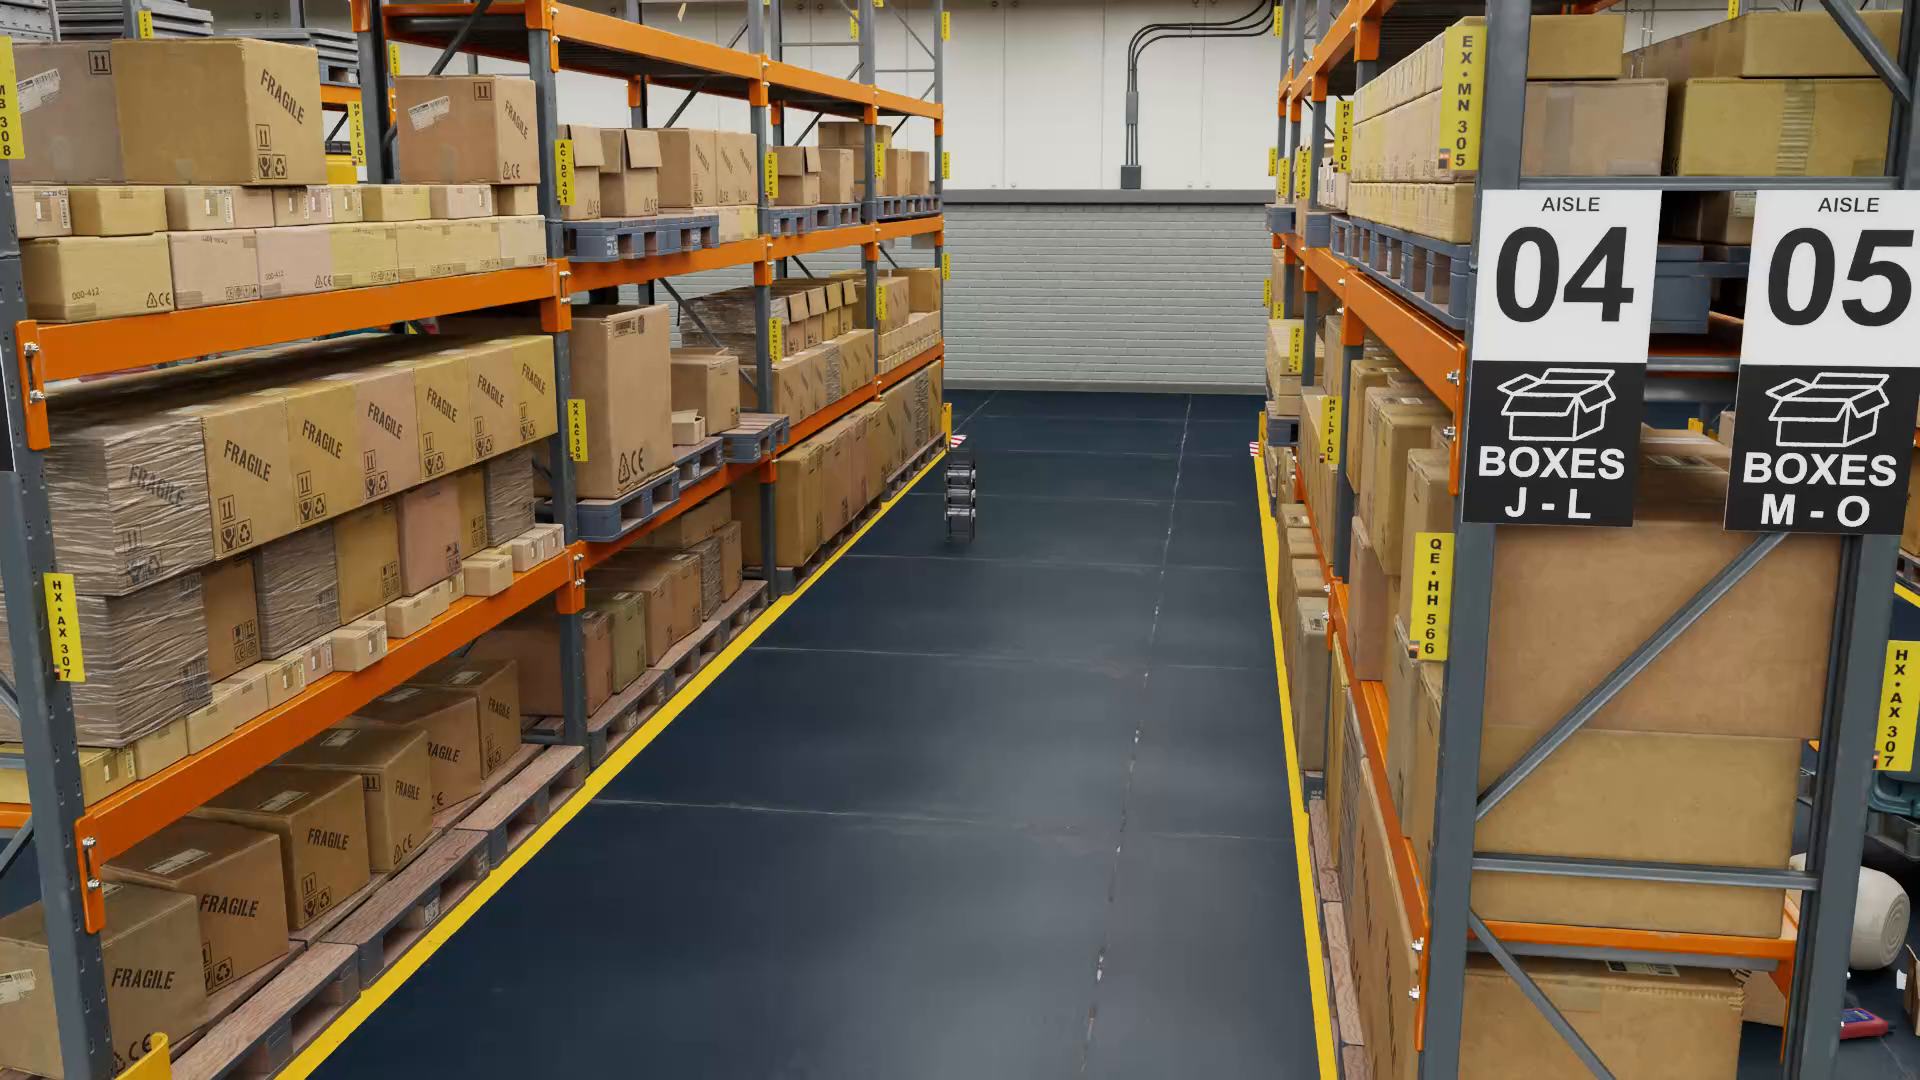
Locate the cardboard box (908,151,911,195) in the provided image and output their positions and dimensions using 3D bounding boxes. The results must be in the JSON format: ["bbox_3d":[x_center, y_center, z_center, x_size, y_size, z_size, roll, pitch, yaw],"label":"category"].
[{"bbox_3d":[-0.941,-4.214,19.092,0.700,0.500,0.500,1,12,7],"label":"cardboard box"}]

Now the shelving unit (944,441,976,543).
[{"bbox_3d":[0.001,-0.442,15.163,0.258,0.900,0.210,2,12,9],"label":"shelving unit"}]

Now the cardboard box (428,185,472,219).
[{"bbox_3d":[-2.420,-1.515,7.448,0.380,0.149,0.250,1,12,7],"label":"cardboard box"}]

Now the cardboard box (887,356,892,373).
[{"bbox_3d":[-0.909,-1.818,17.161,0.380,0.149,0.250,1,12,7],"label":"cardboard box"}]

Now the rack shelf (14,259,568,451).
[{"bbox_3d":[-2.861,-0.868,6.746,1.077,0.370,4.000,2,12,9],"label":"rack shelf"}]

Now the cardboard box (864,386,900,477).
[{"bbox_3d":[-1.143,-1.137,17.451,0.875,0.875,0.875,2,12,9],"label":"cardboard box"}]

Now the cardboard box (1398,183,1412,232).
[{"bbox_3d":[1.589,-1.045,5.222,0.380,0.149,0.250,2,12,8],"label":"cardboard box"}]

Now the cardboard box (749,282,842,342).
[{"bbox_3d":[-1.530,-2.099,15.250,0.797,0.503,0.637,2,12,9],"label":"cardboard box"}]

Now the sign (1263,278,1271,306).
[{"bbox_3d":[3.641,-2.927,19.656,0.100,0.325,0.005,2,12,9],"label":"sign"}]

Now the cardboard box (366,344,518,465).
[{"bbox_3d":[-2.427,-0.646,7.812,0.500,0.500,0.500,2,12,9],"label":"cardboard box"}]

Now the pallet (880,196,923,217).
[{"bbox_3d":[-0.997,-3.681,18.303,1.003,0.211,1.213,2,12,9],"label":"pallet"}]

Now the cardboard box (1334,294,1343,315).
[{"bbox_3d":[3.872,-2.423,16.054,0.500,0.500,0.500,2,12,10],"label":"cardboard box"}]

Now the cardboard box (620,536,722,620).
[{"bbox_3d":[-2.094,0.260,11.811,0.700,0.500,0.500,1,12,4],"label":"cardboard box"}]

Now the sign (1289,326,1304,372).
[{"bbox_3d":[2.409,-1.364,11.897,0.100,0.325,0.005,2,12,9],"label":"sign"}]

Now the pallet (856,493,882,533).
[{"bbox_3d":[-1.367,-0.309,16.183,1.003,0.211,1.213,2,12,9],"label":"pallet"}]

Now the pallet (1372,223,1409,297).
[{"bbox_3d":[2.006,-0.988,5.804,1.003,0.211,1.213,2,12,9],"label":"pallet"}]

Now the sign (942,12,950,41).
[{"bbox_3d":[-0.174,-6.075,19.675,0.100,0.325,0.005,2,12,9],"label":"sign"}]

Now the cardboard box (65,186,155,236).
[{"bbox_3d":[-2.763,-1.026,5.179,0.380,0.149,0.250,2,12,10],"label":"cardboard box"}]

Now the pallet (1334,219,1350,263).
[{"bbox_3d":[2.424,-1.553,8.672,0.805,0.209,1.217,1,12,6],"label":"pallet"}]

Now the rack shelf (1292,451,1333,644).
[{"bbox_3d":[2.639,-0.053,10.082,1.077,0.370,4.000,2,12,9],"label":"rack shelf"}]

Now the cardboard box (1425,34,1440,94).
[{"bbox_3d":[1.512,-1.329,4.648,0.380,0.149,0.250,2,12,10],"label":"cardboard box"}]

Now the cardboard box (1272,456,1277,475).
[{"bbox_3d":[3.326,-0.743,16.642,0.380,0.149,0.250,1,12,6],"label":"cardboard box"}]

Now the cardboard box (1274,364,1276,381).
[{"bbox_3d":[2.689,-1.329,13.189,0.380,0.149,0.250,2,12,9],"label":"cardboard box"}]

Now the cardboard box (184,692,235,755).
[{"bbox_3d":[-2.779,0.631,5.798,0.380,0.149,0.250,2,12,9],"label":"cardboard box"}]

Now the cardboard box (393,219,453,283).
[{"bbox_3d":[-2.530,-1.245,7.142,0.500,0.250,0.500,2,12,8],"label":"cardboard box"}]

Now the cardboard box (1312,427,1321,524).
[{"bbox_3d":[2.303,-0.365,9.585,0.500,0.500,0.500,2,12,9],"label":"cardboard box"}]

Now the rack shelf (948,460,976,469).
[{"bbox_3d":[0.001,-0.673,15.113,0.258,0.077,0.200,2,12,9],"label":"rack shelf"}]

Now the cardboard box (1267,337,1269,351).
[{"bbox_3d":[3.047,-1.814,15.442,0.380,0.149,0.250,2,12,10],"label":"cardboard box"}]

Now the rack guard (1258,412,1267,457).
[{"bbox_3d":[4.166,-1.248,19.856,1.175,0.500,0.348,2,12,9],"label":"rack guard"}]

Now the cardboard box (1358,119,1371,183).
[{"bbox_3d":[1.904,-1.583,6.771,0.500,0.250,0.500,2,12,8],"label":"cardboard box"}]

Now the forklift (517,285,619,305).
[{"bbox_3d":[-3.659,-1.384,14.713,1.130,2.935,3.031,2,12,11],"label":"forklift"}]

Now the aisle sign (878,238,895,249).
[{"bbox_3d":[-0.993,-3.963,20.350,0.394,0.787,0.004,2,12,9],"label":"aisle sign"}]

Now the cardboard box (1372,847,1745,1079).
[{"bbox_3d":[1.756,1.535,5.056,0.875,0.875,0.875,2,12,9],"label":"cardboard box"}]

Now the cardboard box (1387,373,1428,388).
[{"bbox_3d":[2.271,-0.395,7.045,0.875,0.550,0.550,2,12,9],"label":"cardboard box"}]

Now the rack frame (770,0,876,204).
[{"bbox_3d":[-1.323,-4.768,16.013,1.000,3.000,0.127,2,12,9],"label":"rack frame"}]

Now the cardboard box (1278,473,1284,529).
[{"bbox_3d":[3.107,-0.381,14.836,0.500,0.500,0.500,2,12,11],"label":"cardboard box"}]

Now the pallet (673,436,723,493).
[{"bbox_3d":[-2.202,-0.495,10.884,1.003,0.211,1.213,2,12,9],"label":"pallet"}]

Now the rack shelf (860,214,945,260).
[{"bbox_3d":[-1.016,-3.366,18.337,1.077,0.370,4.000,2,12,9],"label":"rack shelf"}]

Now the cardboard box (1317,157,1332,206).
[{"bbox_3d":[2.618,-2.354,10.911,0.500,0.311,0.500,2,12,9],"label":"cardboard box"}]

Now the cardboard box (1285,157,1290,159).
[{"bbox_3d":[3.367,-3.667,16.250,0.380,0.149,0.250,2,12,9],"label":"cardboard box"}]

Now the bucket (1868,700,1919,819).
[{"bbox_3d":[4.589,0.972,7.781,0.726,0.611,0.620,7,4,28],"label":"bucket"}]

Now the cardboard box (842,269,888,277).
[{"bbox_3d":[-1.126,-2.911,19.509,0.500,0.500,0.500,2,12,7],"label":"cardboard box"}]

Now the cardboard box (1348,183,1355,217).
[{"bbox_3d":[1.940,-1.521,7.430,0.380,0.149,0.250,2,12,8],"label":"cardboard box"}]

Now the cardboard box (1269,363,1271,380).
[{"bbox_3d":[2.889,-1.454,14.475,0.380,0.149,0.250,1,12,6],"label":"cardboard box"}]

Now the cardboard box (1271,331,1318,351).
[{"bbox_3d":[2.849,-1.690,14.161,0.380,0.149,0.250,2,12,11],"label":"cardboard box"}]

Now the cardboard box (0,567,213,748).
[{"bbox_3d":[-3.057,0.355,5.540,0.875,0.500,0.500,2,12,9],"label":"cardboard box"}]

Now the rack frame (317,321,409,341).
[{"bbox_3d":[-6.217,-1.996,17.390,1.000,3.000,0.127,2,12,9],"label":"rack frame"}]

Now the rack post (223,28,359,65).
[{"bbox_3d":[-6.378,-4.717,15.957,0.937,0.300,0.954,2,12,8],"label":"rack post"}]

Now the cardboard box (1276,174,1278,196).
[{"bbox_3d":[3.774,-3.932,18.424,0.500,0.250,0.500,2,12,8],"label":"cardboard box"}]

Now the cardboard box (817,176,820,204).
[{"bbox_3d":[-1.581,-3.238,15.248,0.500,0.311,0.500,1,12,7],"label":"cardboard box"}]

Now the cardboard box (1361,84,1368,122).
[{"bbox_3d":[1.863,-1.805,6.855,0.380,0.149,0.250,2,12,8],"label":"cardboard box"}]

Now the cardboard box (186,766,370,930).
[{"bbox_3d":[-2.883,1.295,7.059,0.500,0.500,0.500,3,13,14],"label":"cardboard box"}]

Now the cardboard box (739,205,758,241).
[{"bbox_3d":[-1.769,-2.289,11.985,0.500,0.250,0.500,2,12,9],"label":"cardboard box"}]

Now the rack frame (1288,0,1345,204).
[{"bbox_3d":[3.562,-4.586,15.170,1.000,3.000,0.127,2,12,9],"label":"rack frame"}]

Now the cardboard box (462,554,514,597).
[{"bbox_3d":[-2.370,0.165,7.962,0.380,0.149,0.250,2,12,9],"label":"cardboard box"}]

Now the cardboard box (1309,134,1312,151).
[{"bbox_3d":[2.817,-2.910,12.459,0.396,0.266,0.258,2,12,9],"label":"cardboard box"}]

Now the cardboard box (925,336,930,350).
[{"bbox_3d":[-0.555,-2.302,19.406,0.380,0.149,0.250,2,12,10],"label":"cardboard box"}]
